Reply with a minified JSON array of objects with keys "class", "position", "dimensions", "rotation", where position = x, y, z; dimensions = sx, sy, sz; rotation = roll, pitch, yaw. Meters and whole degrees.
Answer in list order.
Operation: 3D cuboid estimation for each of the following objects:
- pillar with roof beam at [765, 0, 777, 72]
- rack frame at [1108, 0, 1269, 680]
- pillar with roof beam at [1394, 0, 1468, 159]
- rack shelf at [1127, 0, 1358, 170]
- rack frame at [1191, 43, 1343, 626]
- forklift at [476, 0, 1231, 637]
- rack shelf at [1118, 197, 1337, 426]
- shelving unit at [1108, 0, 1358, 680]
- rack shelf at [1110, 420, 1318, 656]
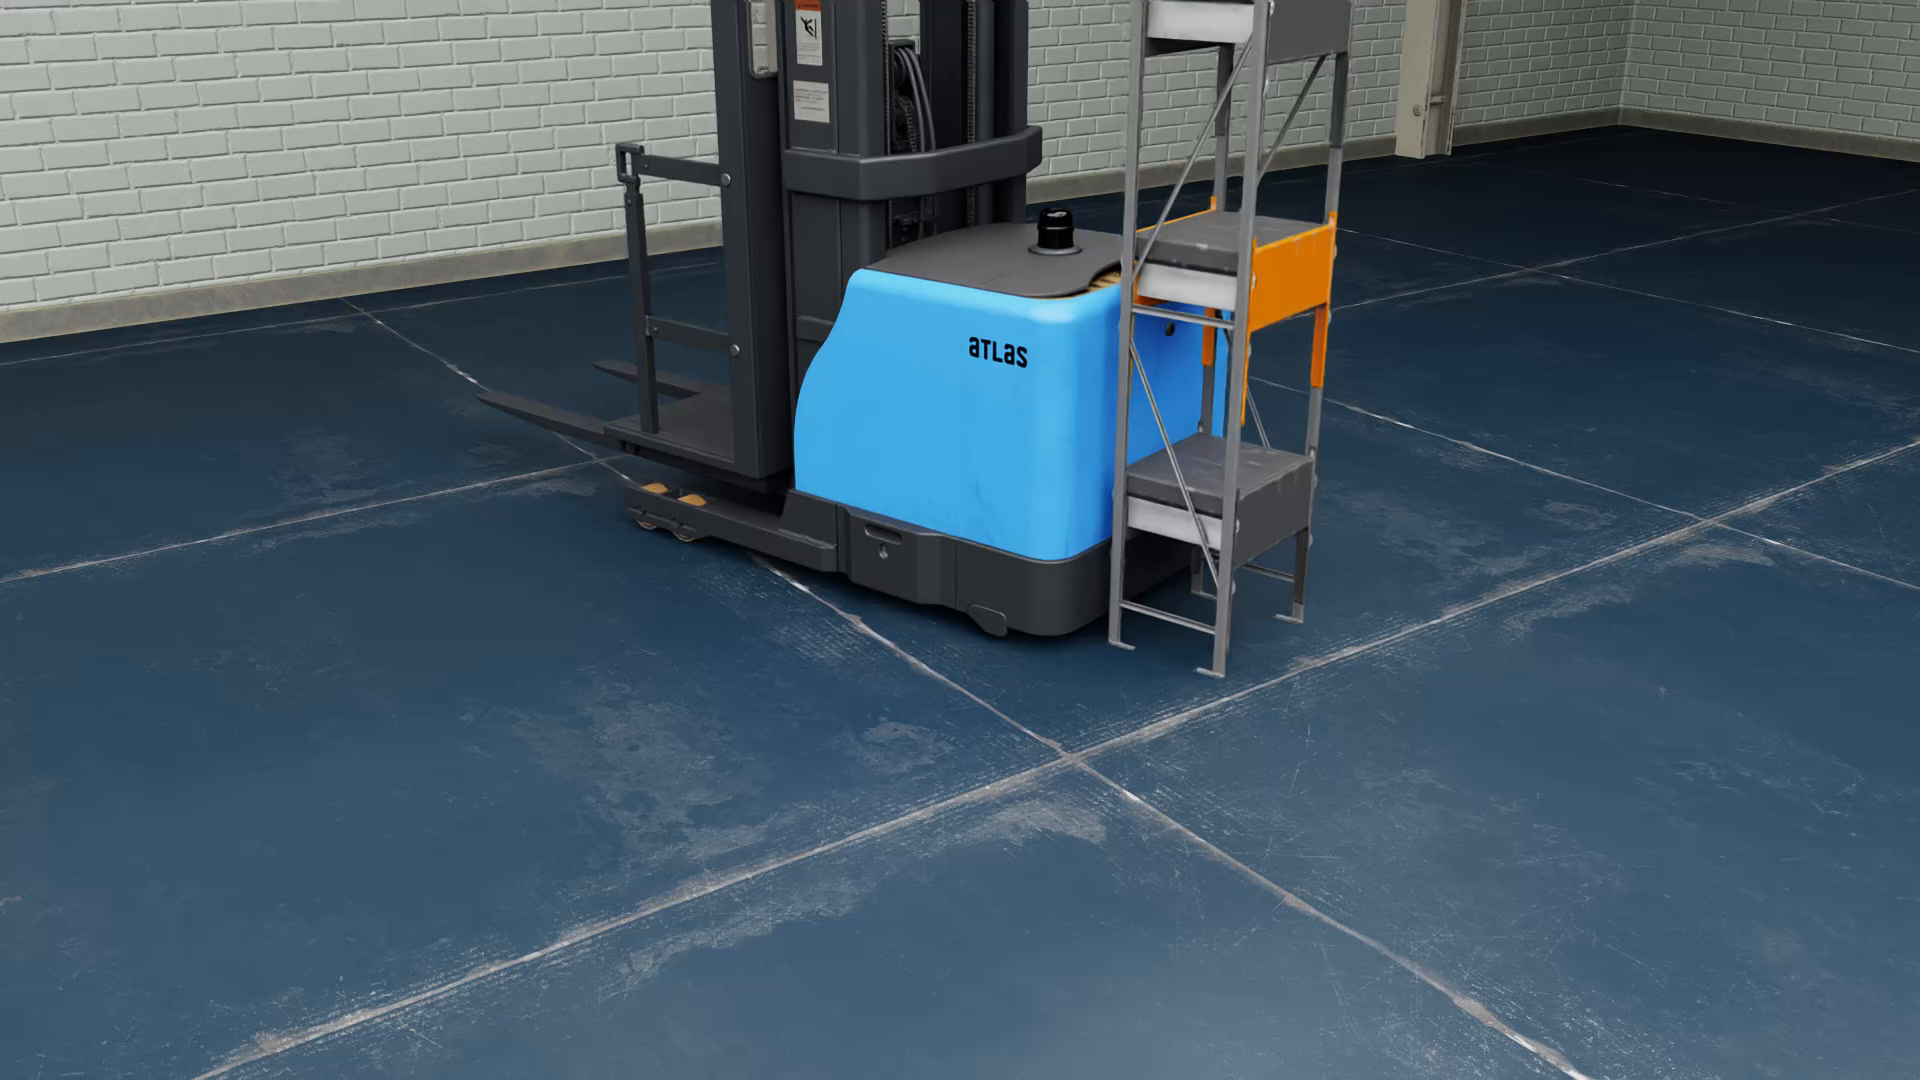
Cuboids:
[{"class":"pillar with roof beam","position":[1.554,-4.854,5.918],"dimensions":[0.400,9.000,9.100],"rotation":[-15,26,-33]},{"class":"rack frame","position":[0.615,-0.612,4.598],"dimensions":[0.400,2.100,0.015],"rotation":[16,27,35]},{"class":"pillar with roof beam","position":[6.424,-6.152,9.173],"dimensions":[0.400,9.000,9.100],"rotation":[-15,26,-33]},{"class":"rack shelf","position":[0.767,-1.321,4.522],"dimensions":[0.431,0.518,0.480],"rotation":[16,27,35]},{"class":"rack frame","position":[0.918,-0.754,4.954],"dimensions":[0.400,2.100,0.015],"rotation":[16,27,35]},{"class":"forklift","position":[-0.579,-1.491,5.678],"dimensions":[3.031,2.935,1.130],"rotation":[16,27,35]},{"class":"rack shelf","position":[0.767,-0.671,4.781],"dimensions":[0.431,0.518,0.480],"rotation":[16,27,35]},{"class":"shelving unit","position":[0.767,-0.683,4.776],"dimensions":[0.431,2.100,0.503],"rotation":[16,27,35]},{"class":"rack shelf","position":[0.767,-0.021,5.040],"dimensions":[0.431,0.518,0.480],"rotation":[16,27,35]}]
